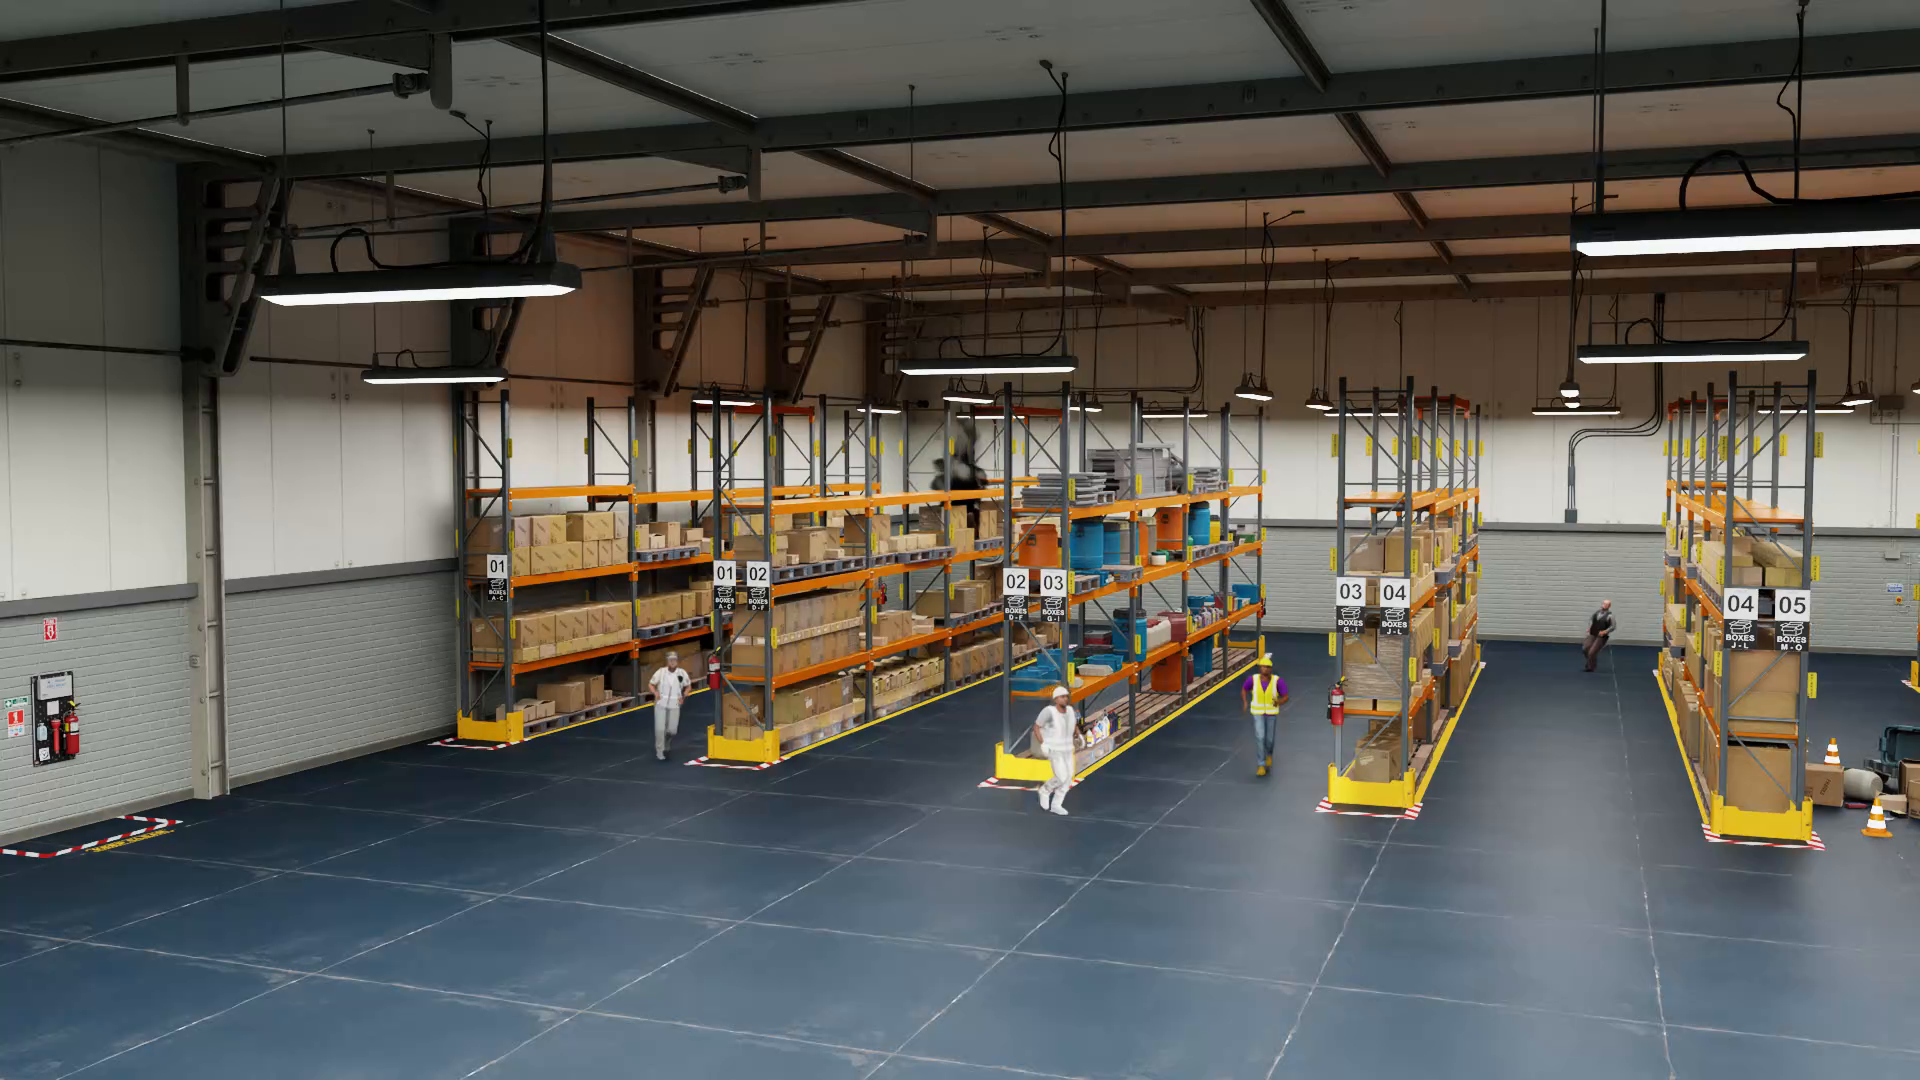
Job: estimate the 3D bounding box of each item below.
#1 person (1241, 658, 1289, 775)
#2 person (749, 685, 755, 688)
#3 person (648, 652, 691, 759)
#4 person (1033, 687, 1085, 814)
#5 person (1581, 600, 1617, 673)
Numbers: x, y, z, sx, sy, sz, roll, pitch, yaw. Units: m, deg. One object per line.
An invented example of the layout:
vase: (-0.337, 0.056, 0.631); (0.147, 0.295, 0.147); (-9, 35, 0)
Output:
person: (4.710, 2.690, 25.678); (0.718, 1.758, 0.900); (0, 3, 8)
person: (-3.793, 2.487, 31.329); (0.548, 1.568, 0.805); (1, 3, 12)
person: (-4.701, 2.665, 26.948); (0.688, 1.734, 0.610); (-1, 3, -10)
person: (1.380, 2.876, 22.764); (0.694, 1.747, 0.588); (-3, 4, -39)
person: (14.174, 2.150, 36.977); (0.542, 1.638, 0.728); (-2, 4, -32)
